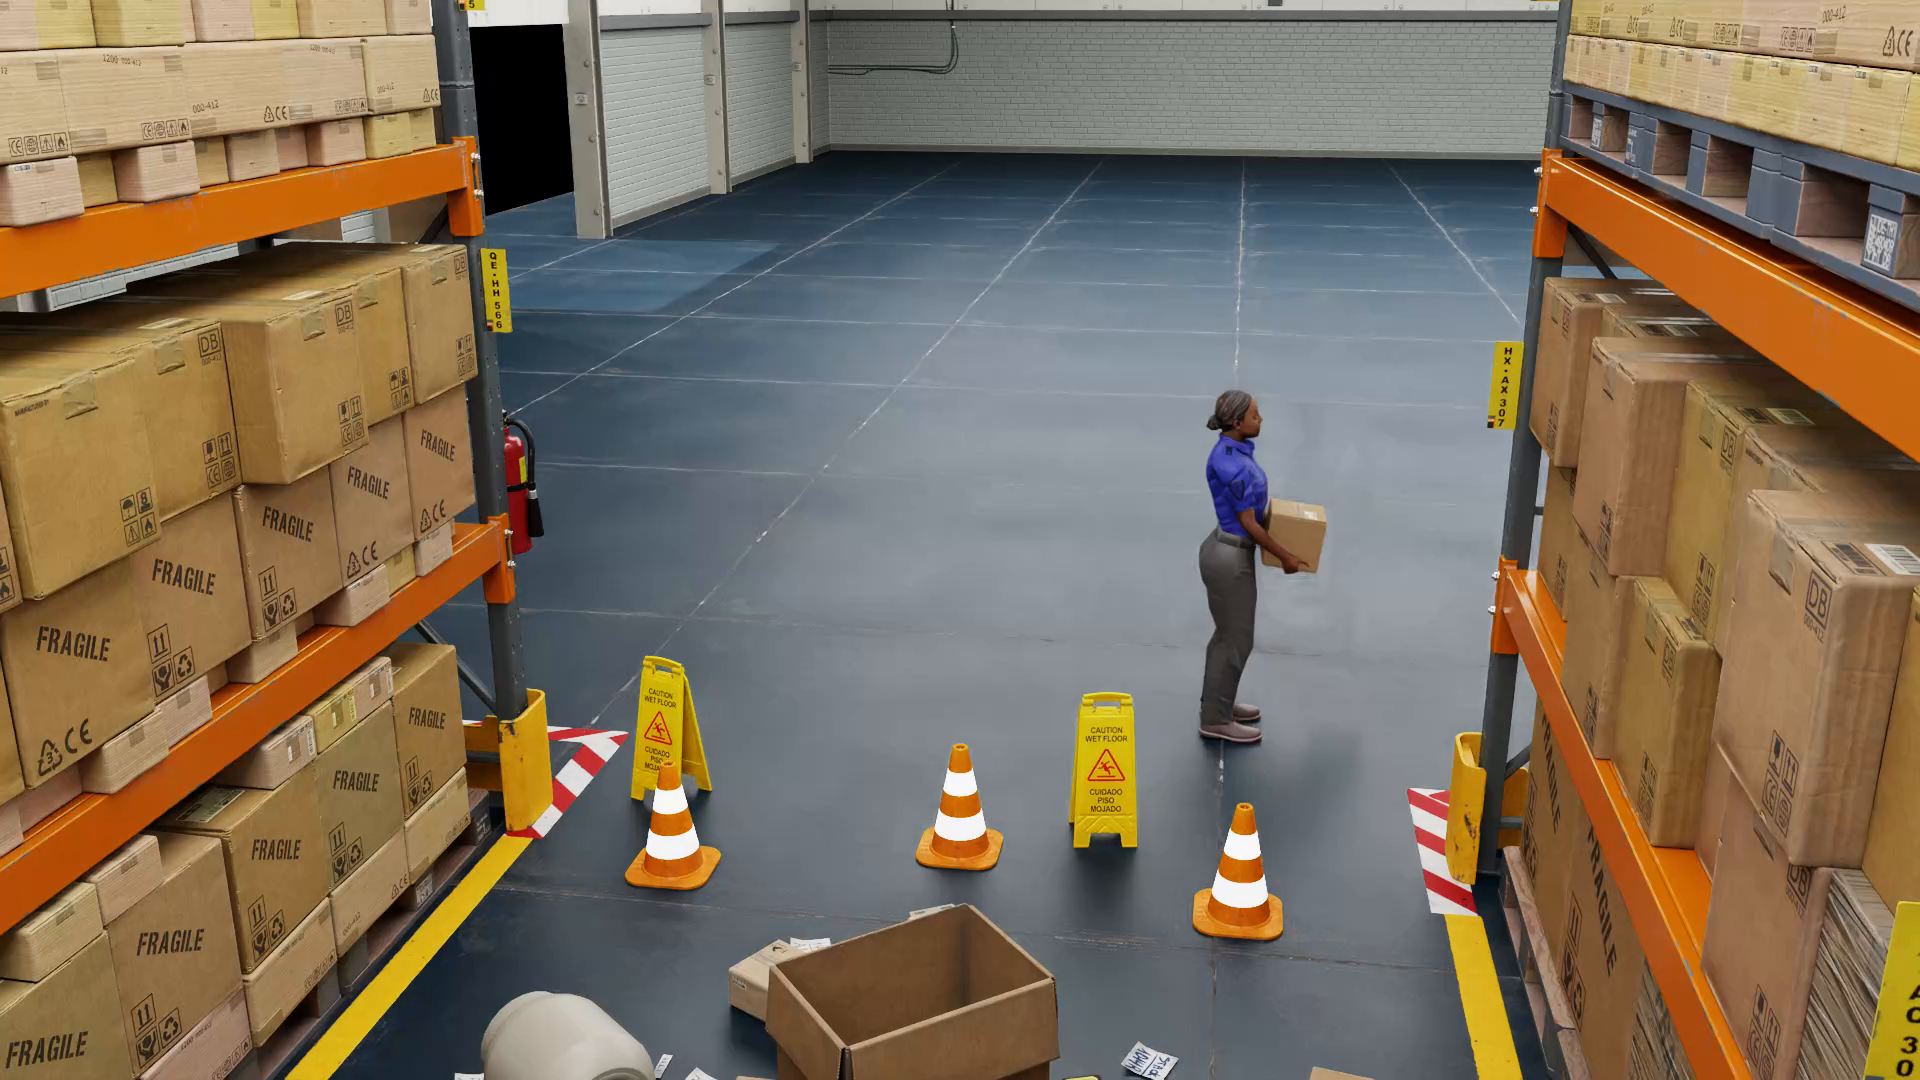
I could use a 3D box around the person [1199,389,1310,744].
[{"bbox_3d":[1.362,0.117,7.719,0.502,1.656,0.441,3,18,8],"label":"person"}]
